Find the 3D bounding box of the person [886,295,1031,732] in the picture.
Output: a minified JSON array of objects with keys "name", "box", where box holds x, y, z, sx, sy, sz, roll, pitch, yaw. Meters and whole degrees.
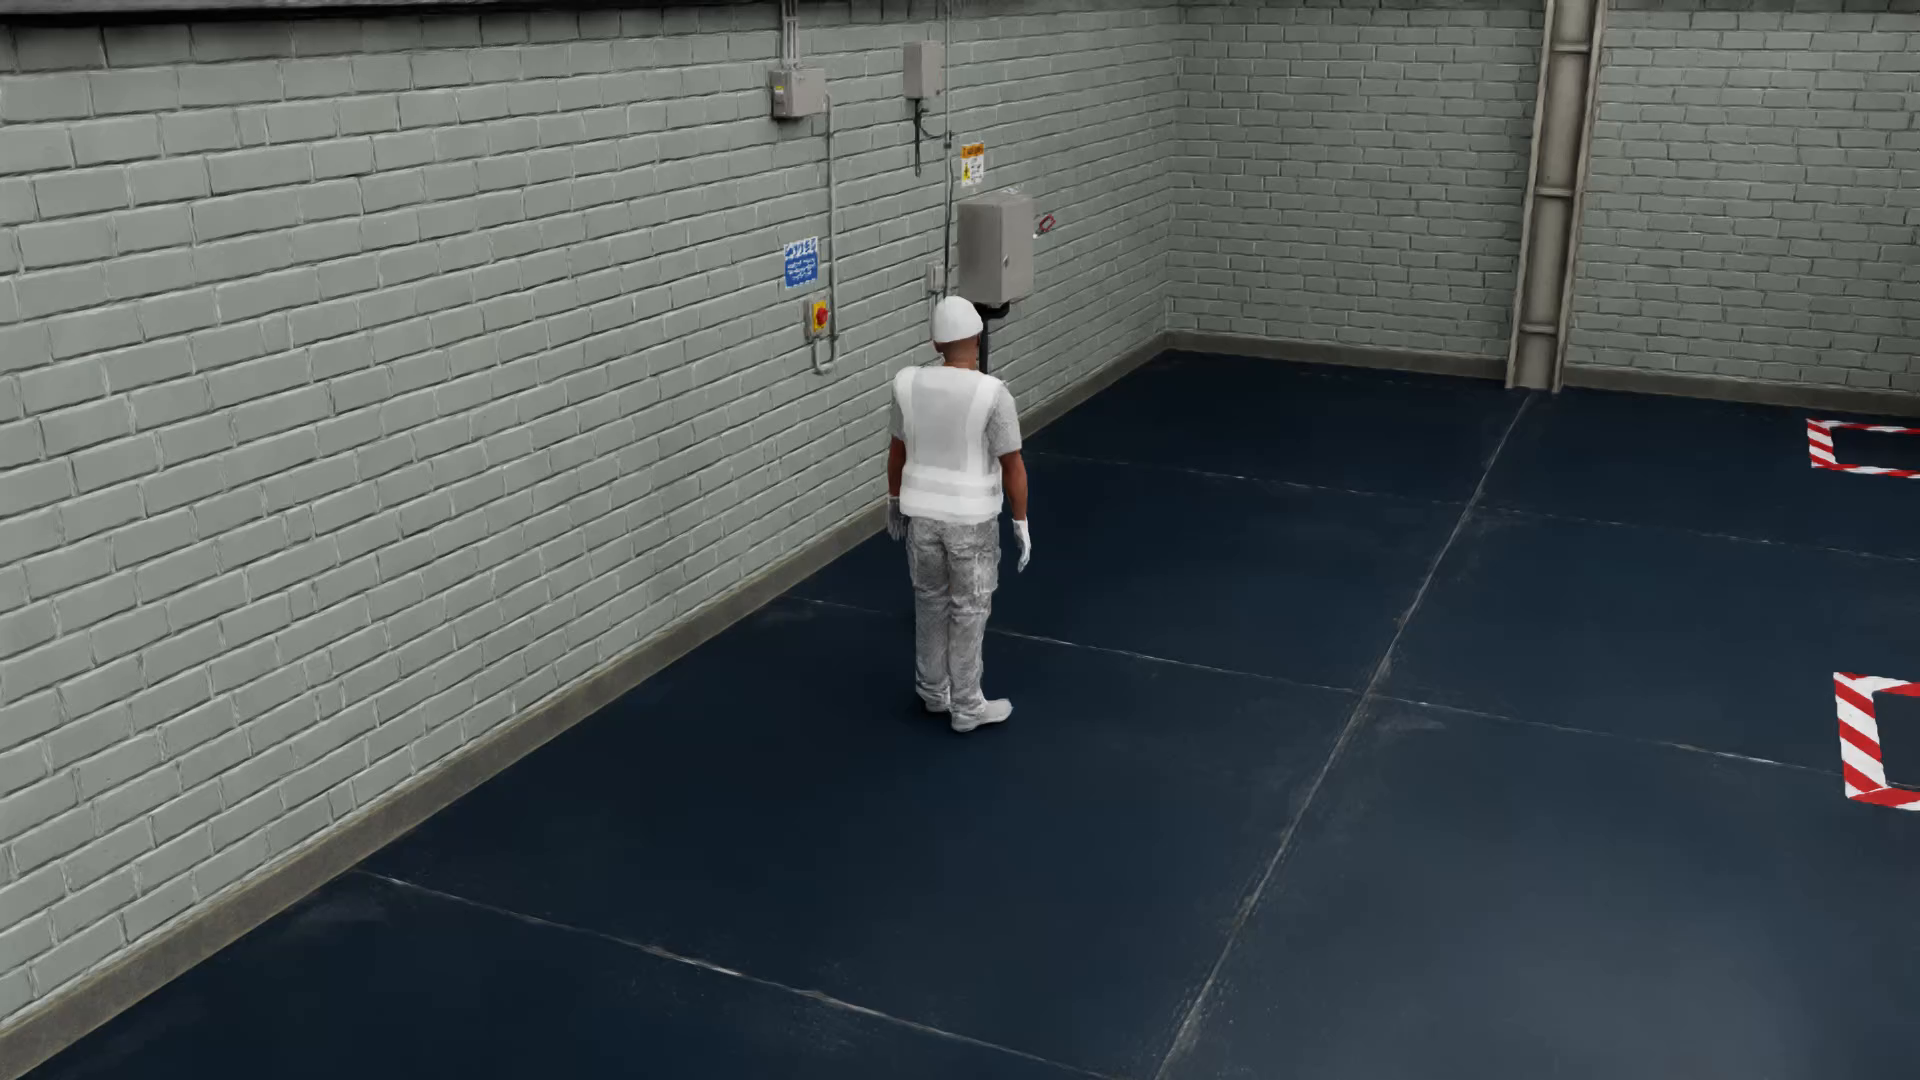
[{"name":"person","box":[0.012,-0.110,6.798,0.671,1.784,0.453,8,21,23]}]
